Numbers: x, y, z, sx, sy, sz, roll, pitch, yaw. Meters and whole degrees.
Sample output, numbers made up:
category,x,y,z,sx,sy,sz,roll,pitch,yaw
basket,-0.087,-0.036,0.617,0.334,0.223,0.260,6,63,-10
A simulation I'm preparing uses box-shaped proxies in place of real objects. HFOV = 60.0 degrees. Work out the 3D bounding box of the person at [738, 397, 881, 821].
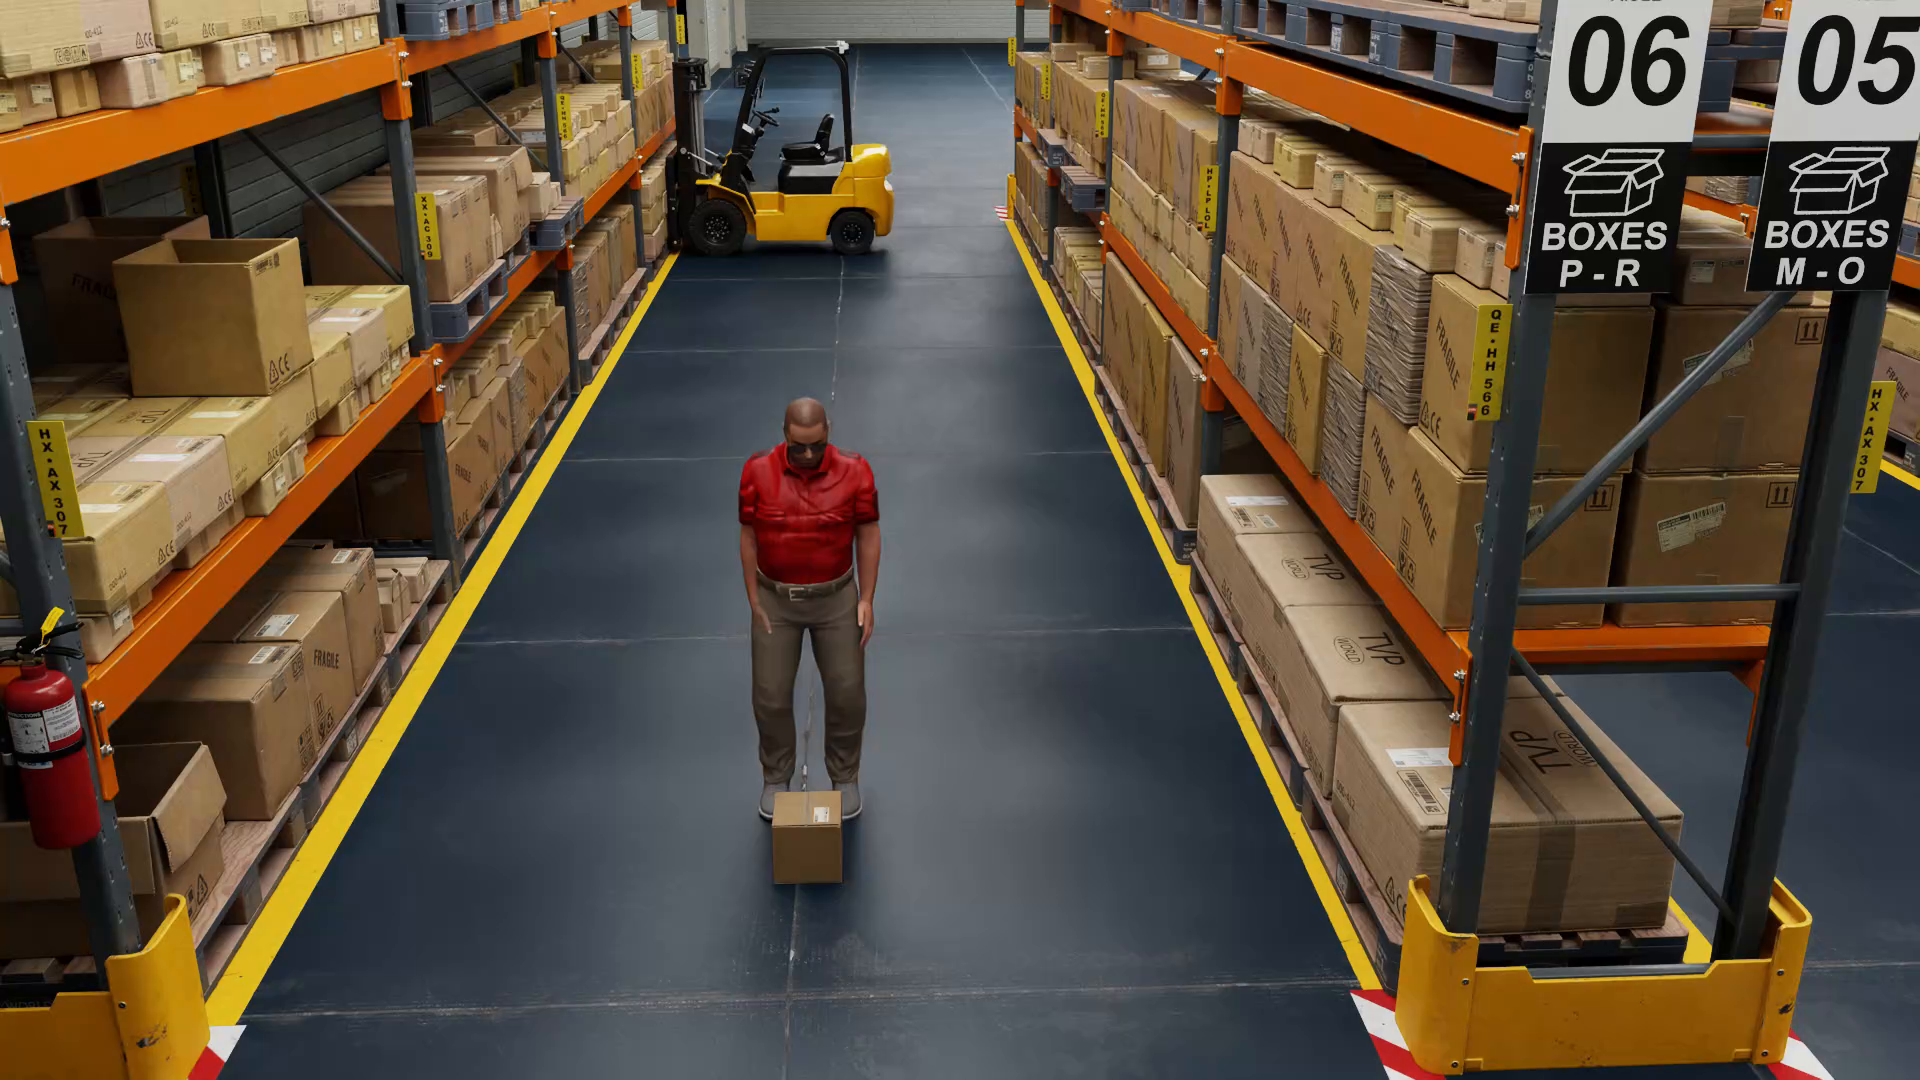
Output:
category,x,y,z,sx,sy,sz,roll,pitch,yaw
person,-0.573,0.260,6.447,0.544,1.705,0.376,-1,20,-2
